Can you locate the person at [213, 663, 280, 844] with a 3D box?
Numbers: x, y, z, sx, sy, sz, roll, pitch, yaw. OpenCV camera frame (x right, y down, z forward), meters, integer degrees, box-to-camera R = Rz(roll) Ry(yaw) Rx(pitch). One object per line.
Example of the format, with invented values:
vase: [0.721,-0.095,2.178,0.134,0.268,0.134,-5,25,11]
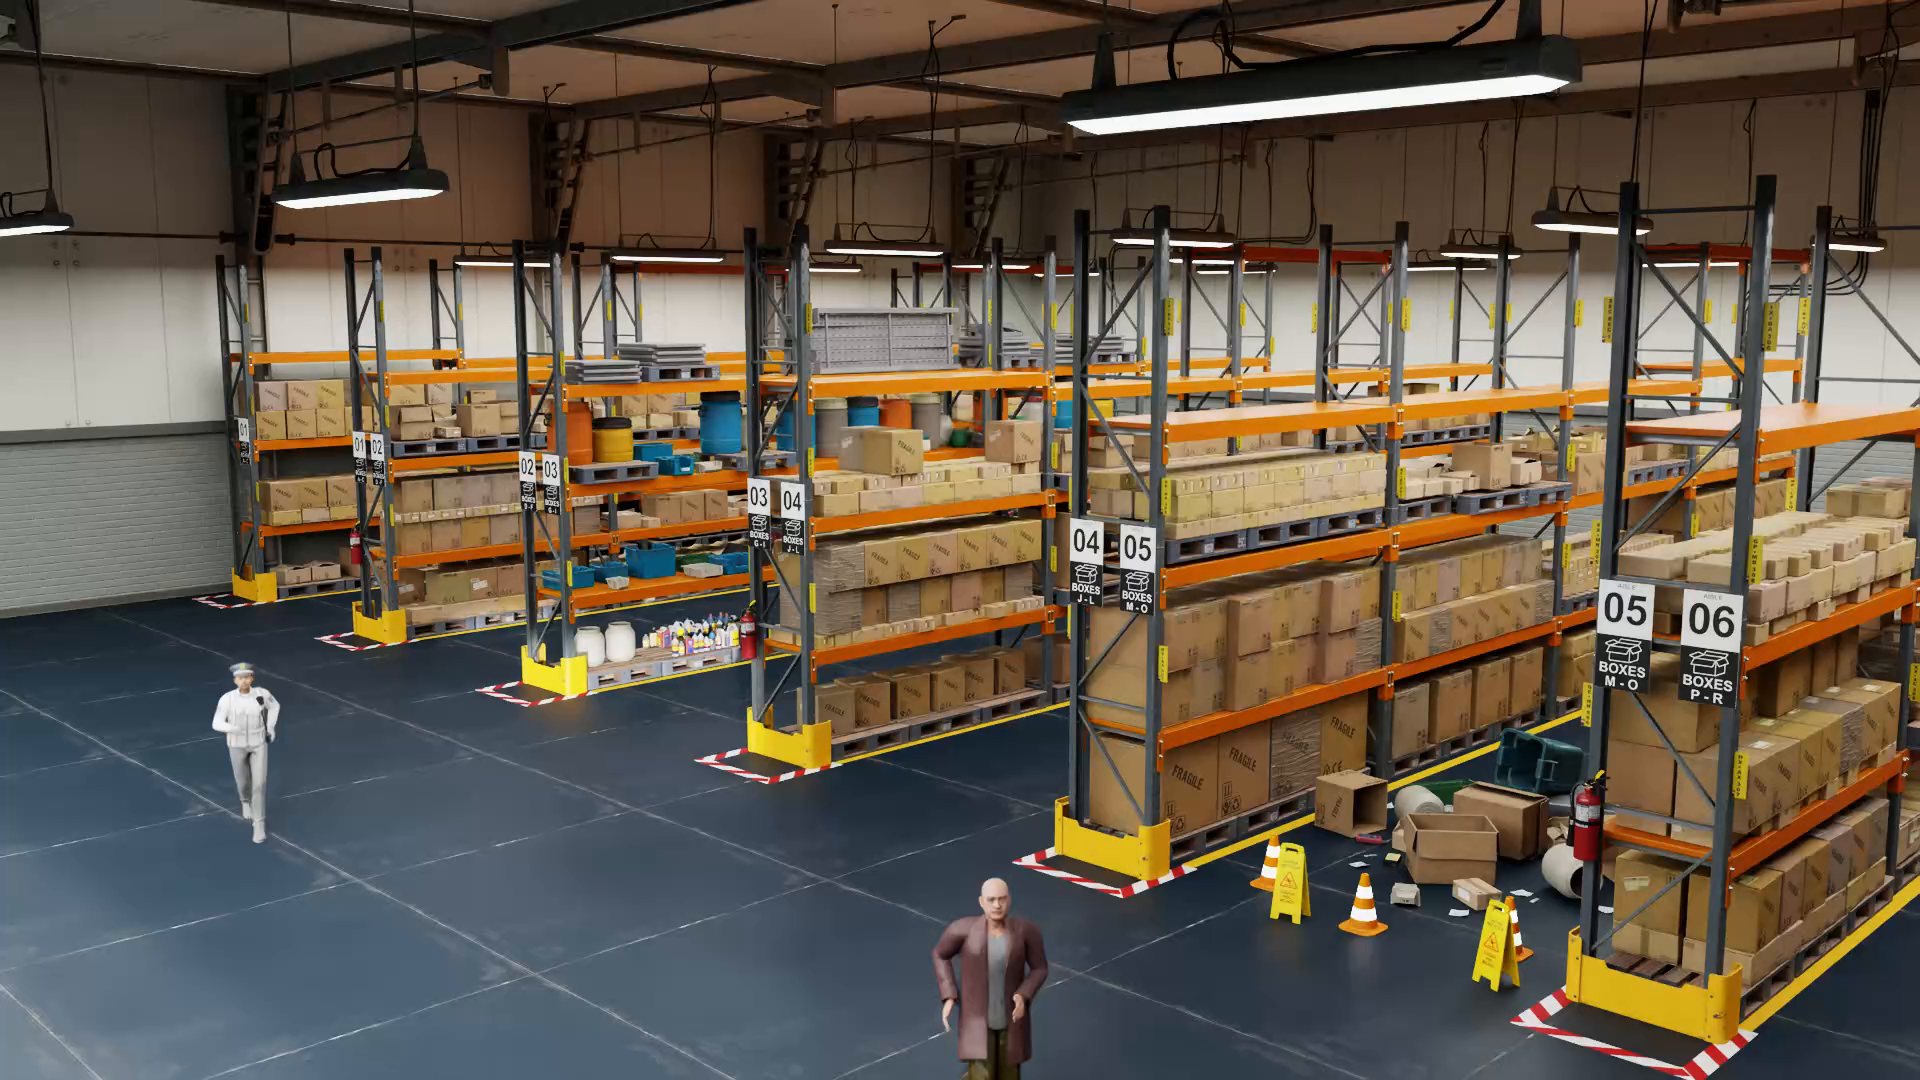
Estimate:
person: [-6.943,2.019,16.229,0.612,1.702,0.919,-4,9,-23]

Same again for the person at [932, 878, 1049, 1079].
person: [0.201,2.902,10.042,0.695,1.737,0.629,-1,8,-7]
